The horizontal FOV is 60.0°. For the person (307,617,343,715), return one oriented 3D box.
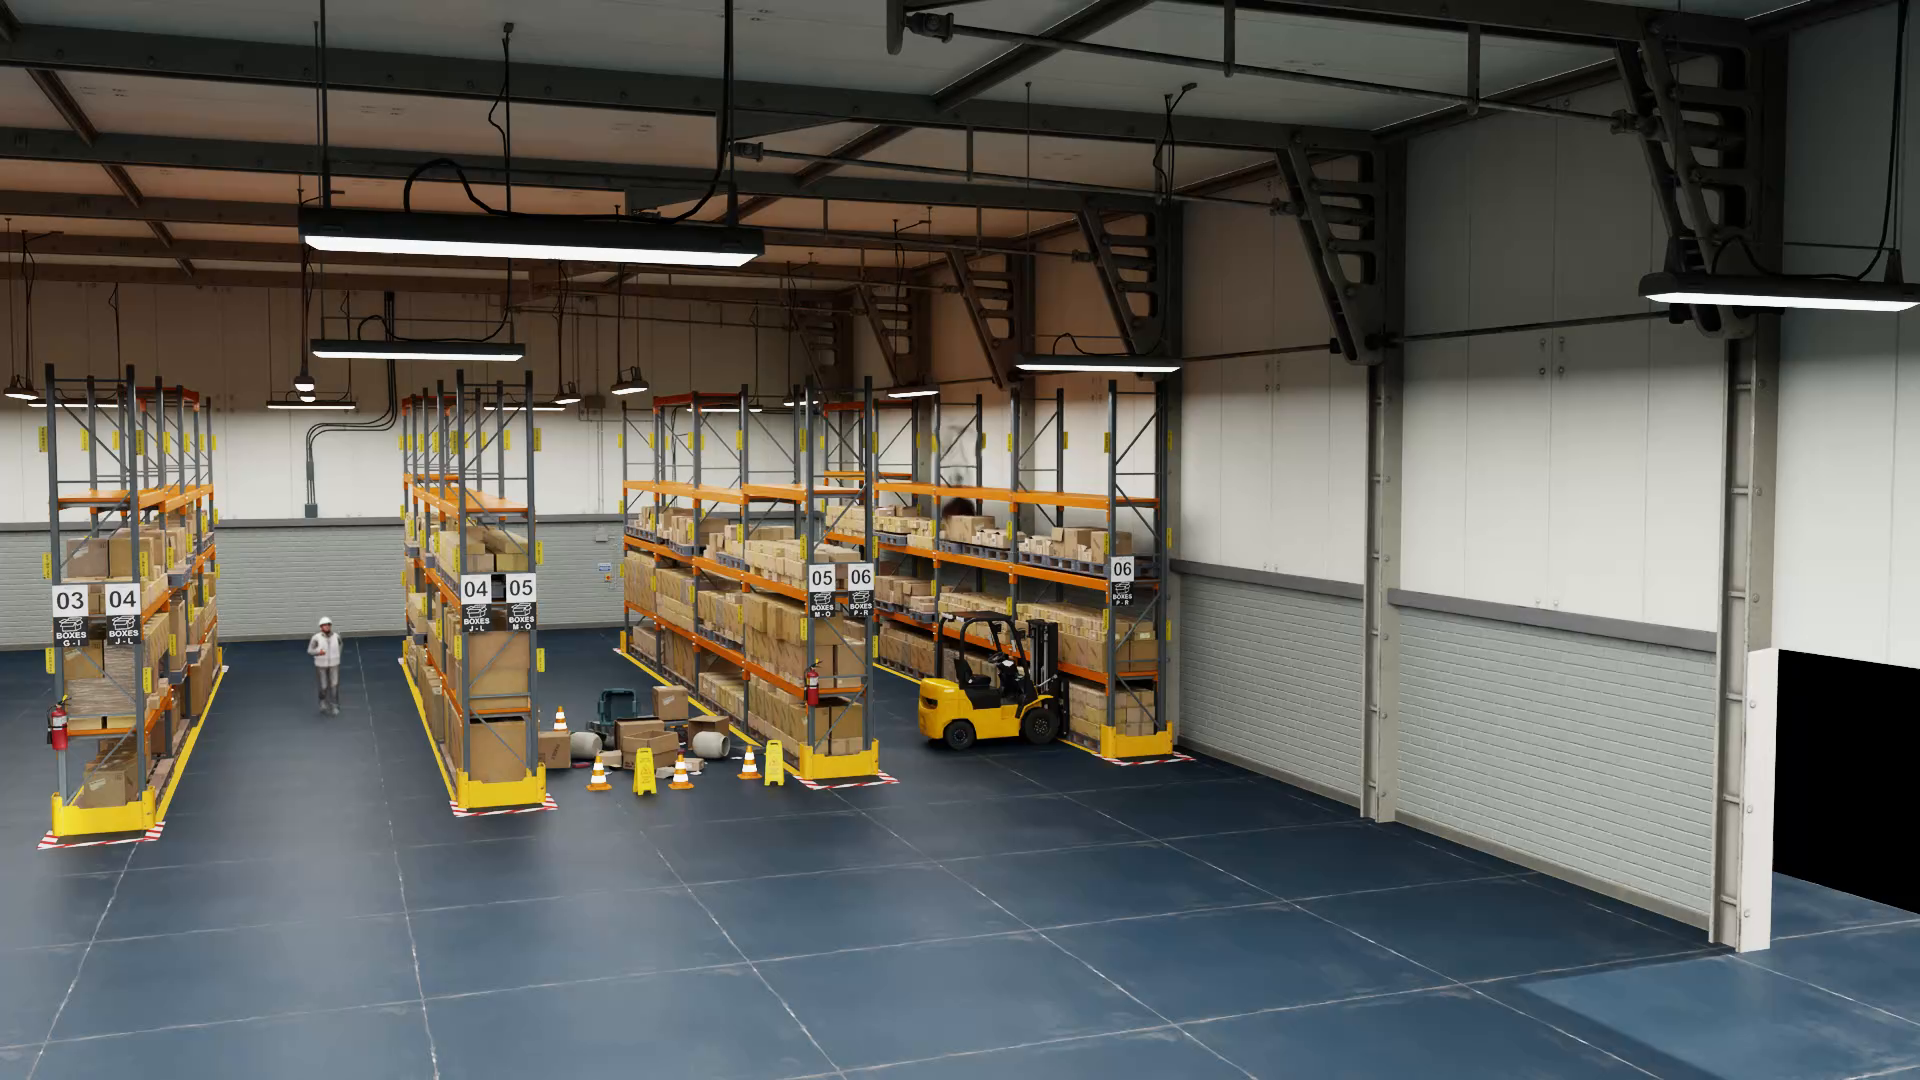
[{"bbox_3d":[-11.643,2.301,30.580,0.662,1.760,0.949,-2,4,-32],"label":"person"}]
